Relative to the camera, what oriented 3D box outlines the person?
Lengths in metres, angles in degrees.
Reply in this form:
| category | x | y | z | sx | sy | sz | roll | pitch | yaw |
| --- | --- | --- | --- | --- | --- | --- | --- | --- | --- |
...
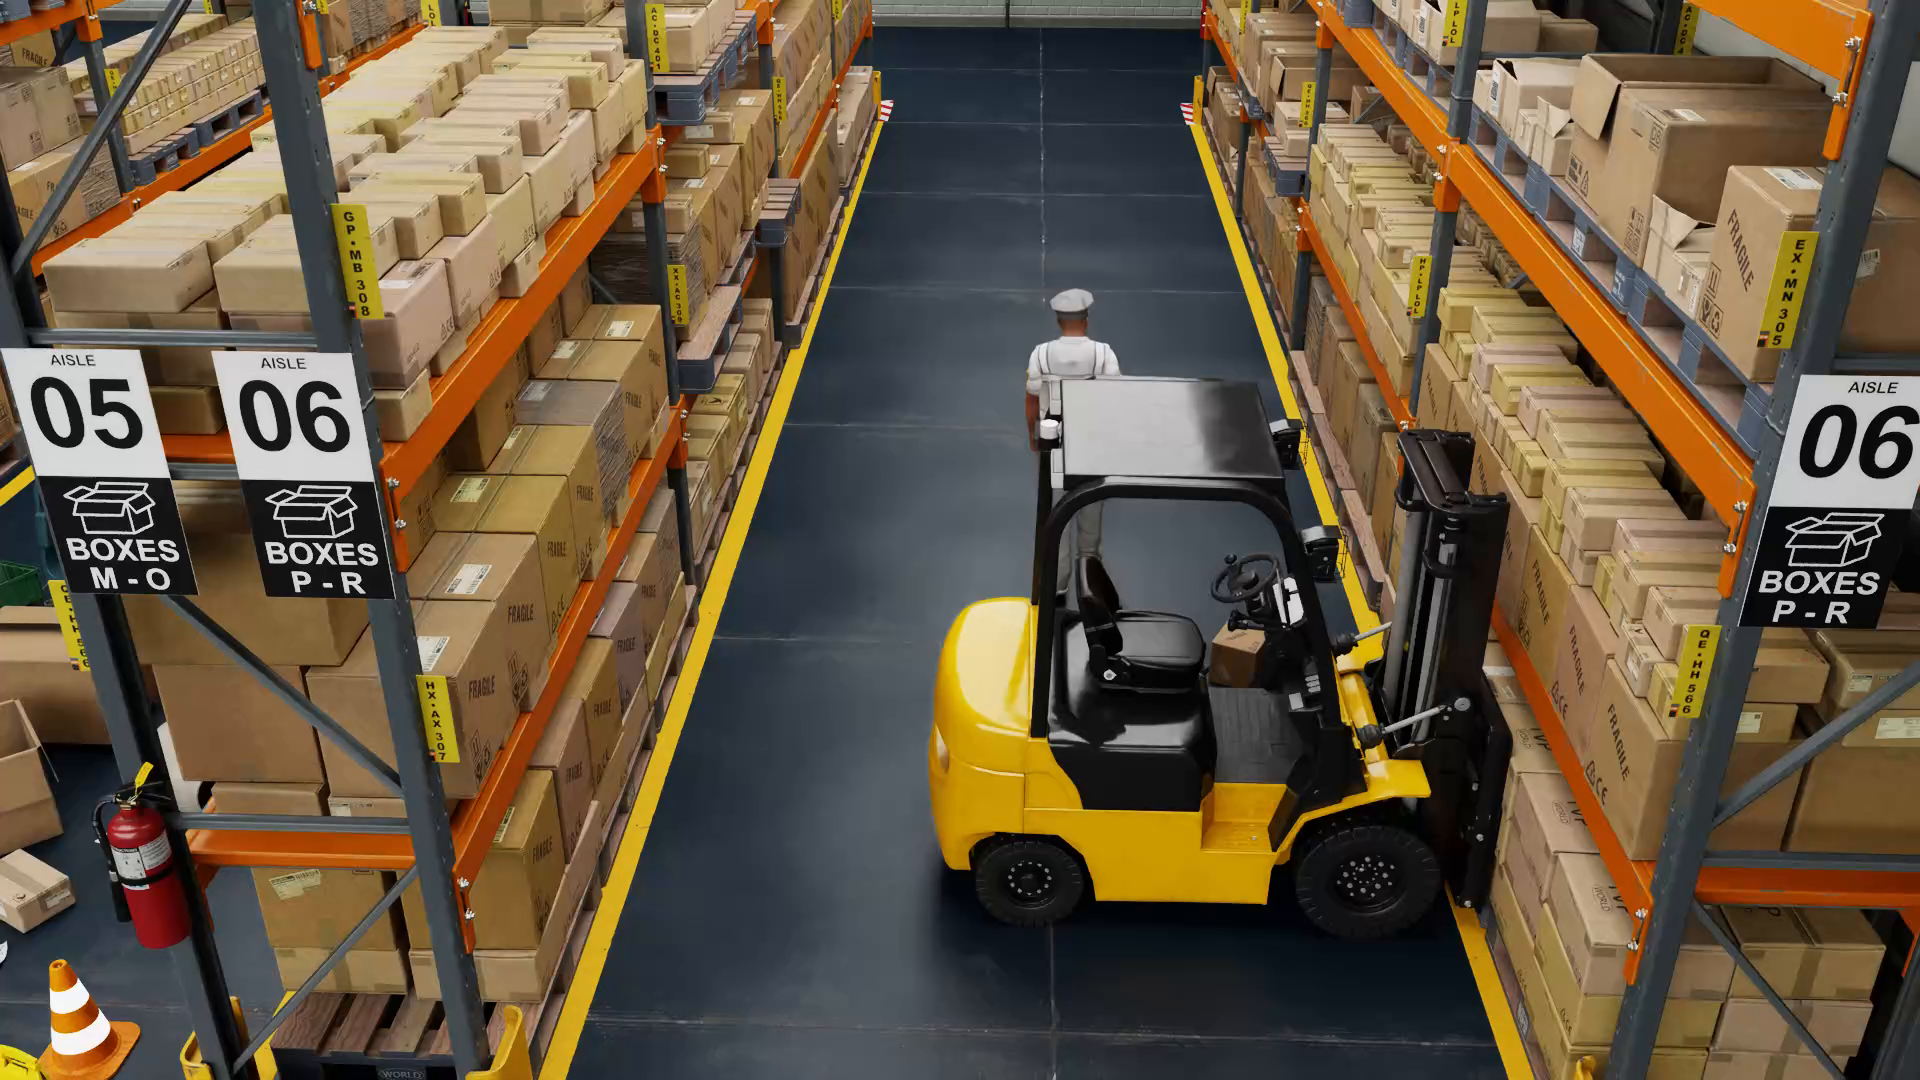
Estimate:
| category | x | y | z | sx | sy | sz | roll | pitch | yaw |
| --- | --- | --- | --- | --- | --- | --- | --- | --- | --- |
| person | 0.656 | -0.526 | 9.675 | 0.559 | 1.823 | 0.708 | 1 | 28 | 1 |
